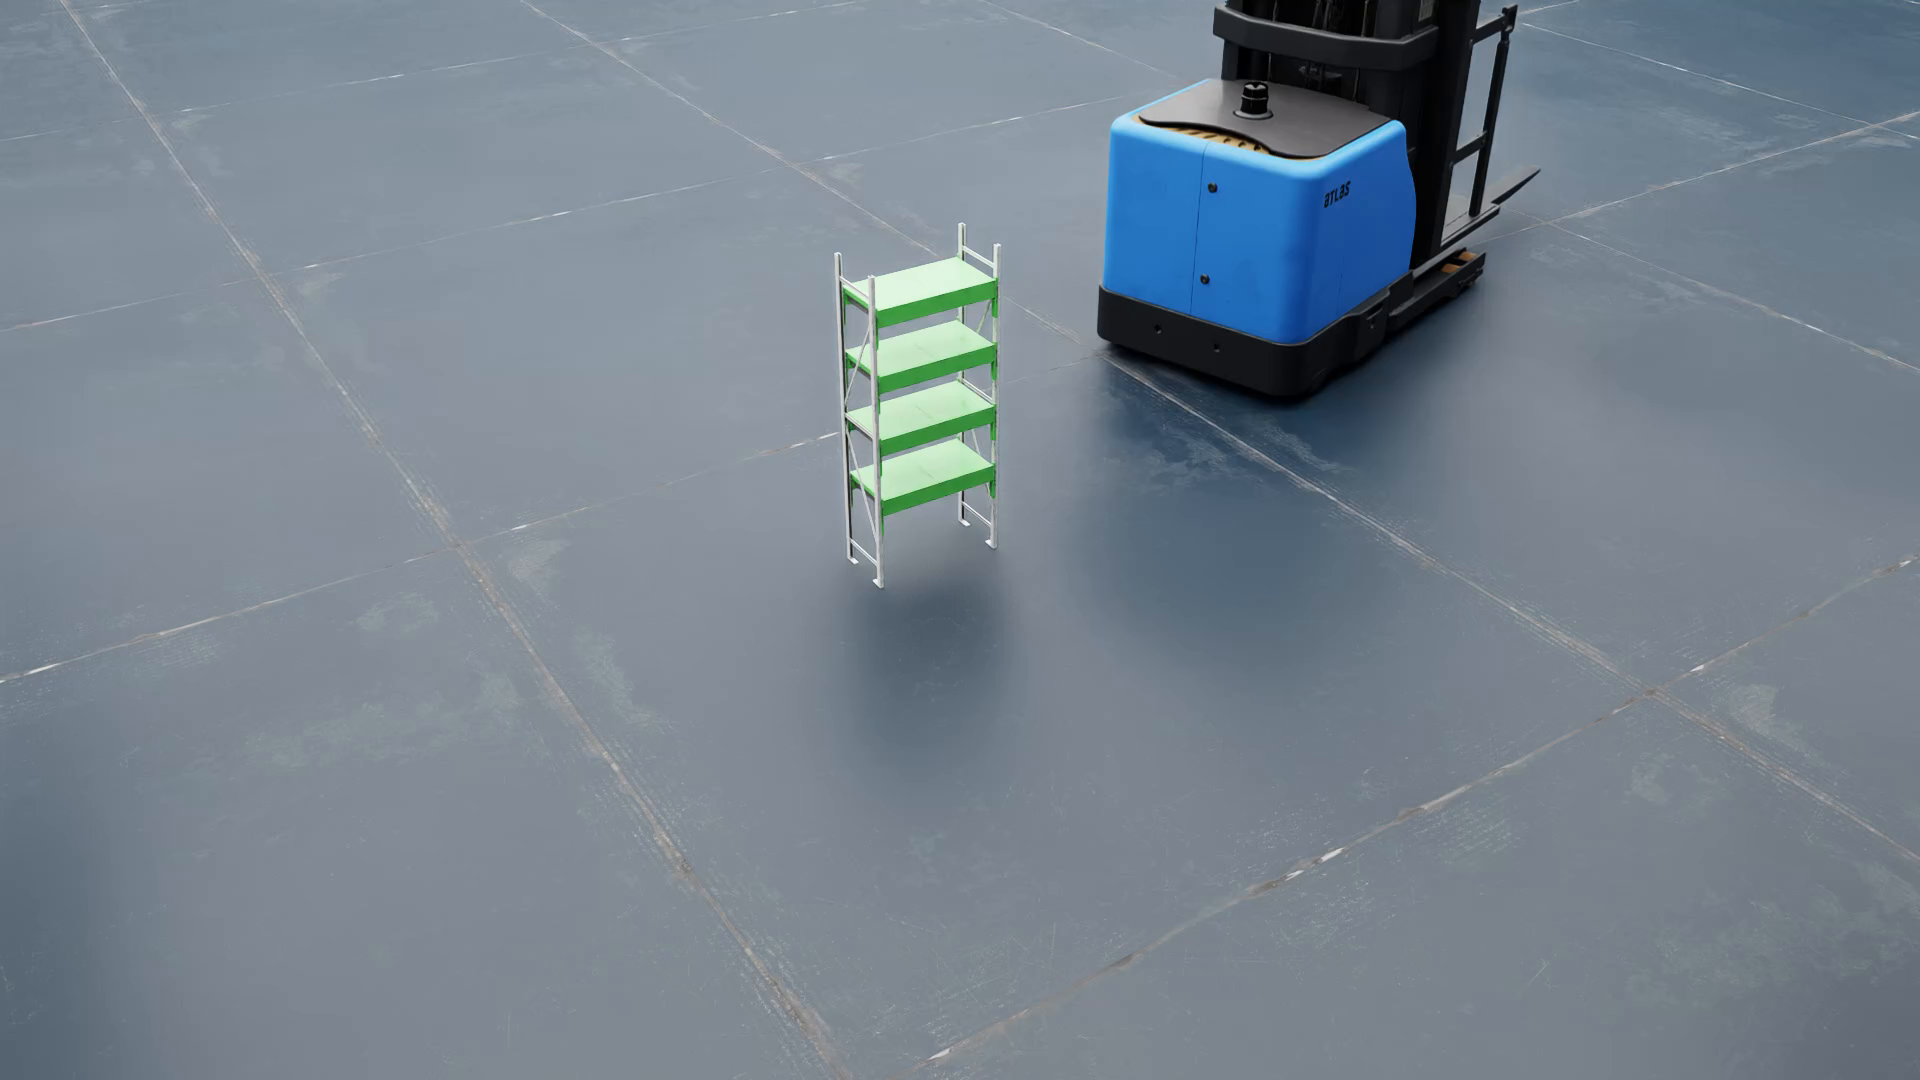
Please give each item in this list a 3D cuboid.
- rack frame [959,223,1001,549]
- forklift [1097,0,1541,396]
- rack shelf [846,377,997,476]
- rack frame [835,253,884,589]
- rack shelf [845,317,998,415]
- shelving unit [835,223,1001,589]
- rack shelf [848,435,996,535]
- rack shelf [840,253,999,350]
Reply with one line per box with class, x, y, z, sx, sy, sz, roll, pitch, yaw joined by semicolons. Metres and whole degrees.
rack frame;0.066;-0.530;5.966;0.015;1.200;0.240;-19;37;-27
forklift;1.947;-2.570;7.577;1.130;2.935;3.031;23;39;32
rack shelf;-0.139;-0.406;5.888;0.480;0.148;0.258;-19;37;-27
rack frame;-0.344;-0.389;5.742;0.015;1.200;0.240;-19;37;-27
rack shelf;-0.139;-0.609;5.760;0.480;0.148;0.258;-19;37;-27
shelving unit;-0.139;-0.460;5.854;0.503;1.200;0.258;-19;37;-27
rack shelf;-0.139;-0.203;6.016;0.480;0.148;0.258;-19;37;-27
rack shelf;-0.139;-0.812;5.632;0.480;0.148;0.258;-19;37;-27
